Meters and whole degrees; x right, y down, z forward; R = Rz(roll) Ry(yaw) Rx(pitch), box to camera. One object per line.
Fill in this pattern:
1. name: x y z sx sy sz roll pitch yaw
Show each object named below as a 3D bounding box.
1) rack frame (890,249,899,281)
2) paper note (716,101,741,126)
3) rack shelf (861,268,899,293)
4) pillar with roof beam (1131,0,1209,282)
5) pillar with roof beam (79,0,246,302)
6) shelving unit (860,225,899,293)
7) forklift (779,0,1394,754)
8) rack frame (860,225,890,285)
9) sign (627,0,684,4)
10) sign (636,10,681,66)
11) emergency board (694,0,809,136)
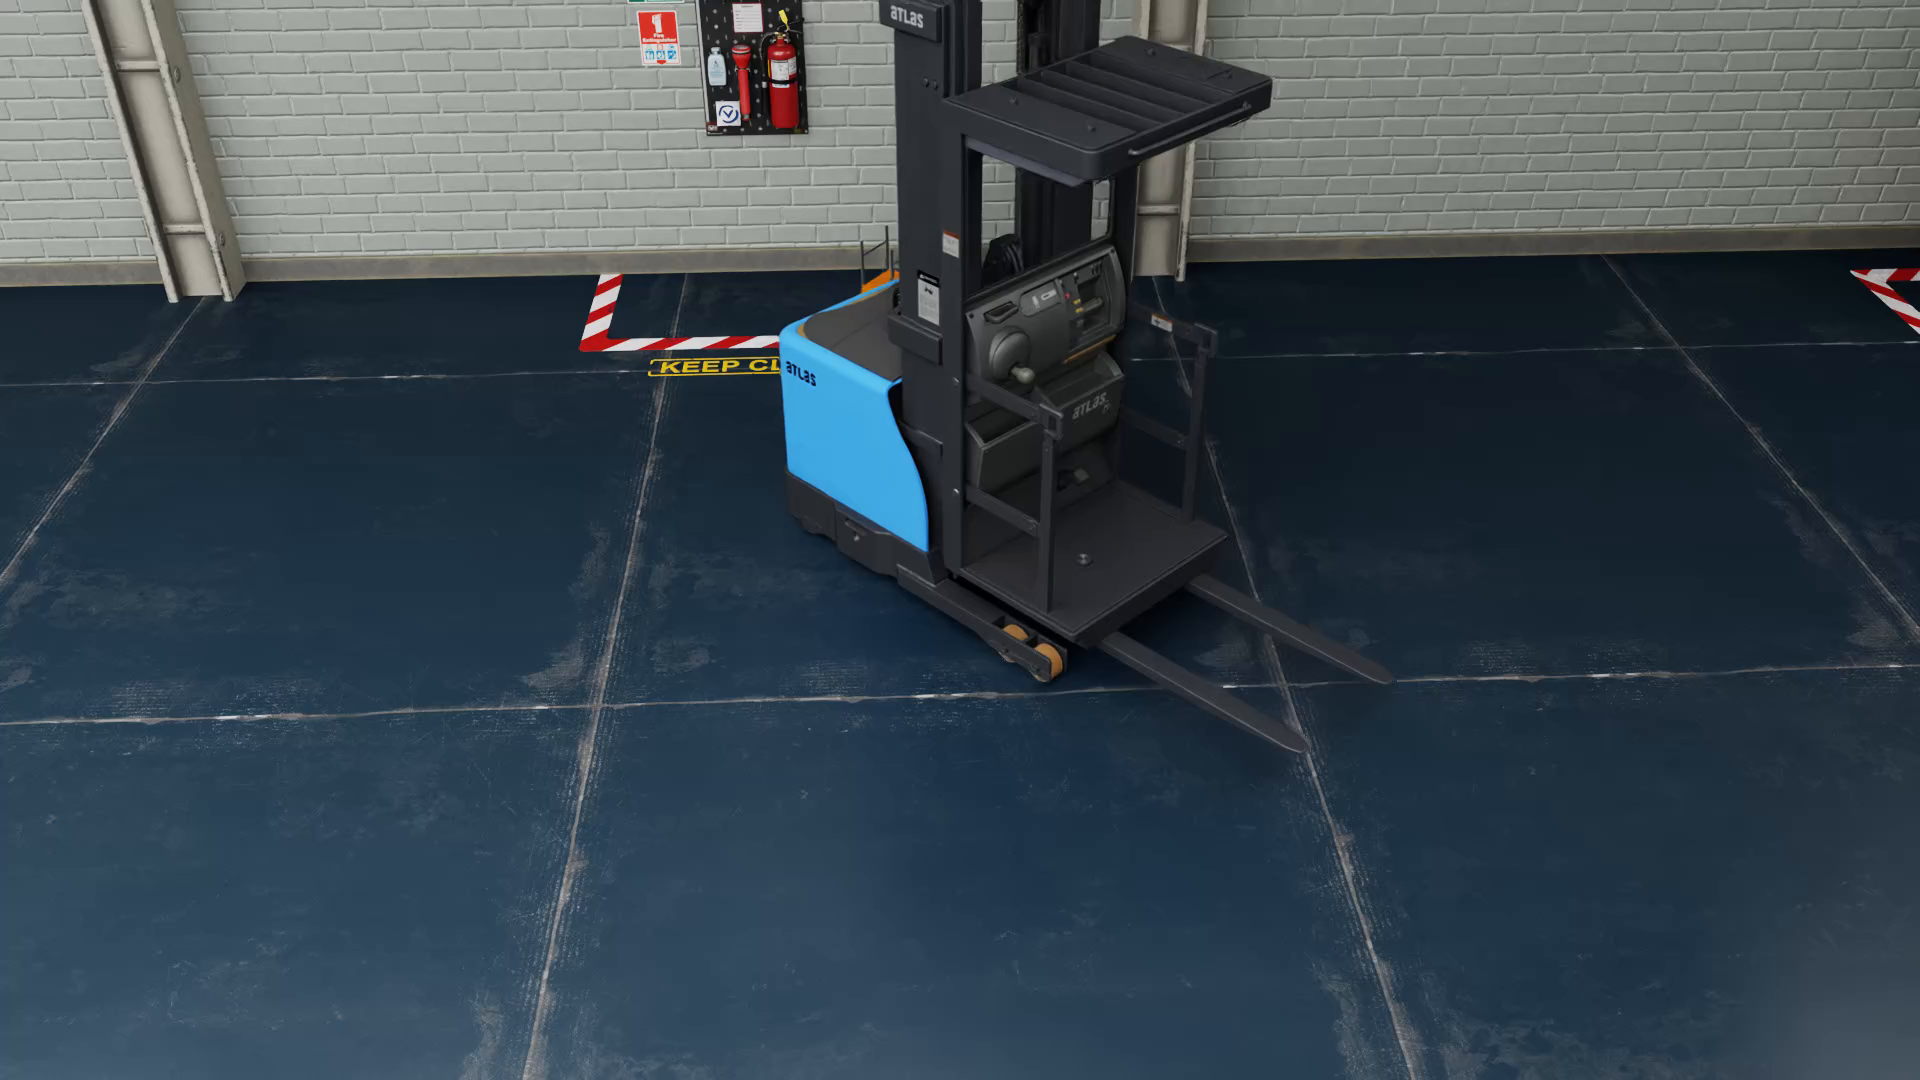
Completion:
1. rack frame: -0.278 -0.993 8.631 0.006 1.200 0.240 20 40 27
2. paper note: -1.414 -2.601 10.147 0.142 0.148 0.016 -2 35 -2
3. rack shelf: -0.355 -1.281 8.492 0.180 0.103 0.258 20 40 27
4. pillar with roof beam: 1.440 -2.994 4.668 0.400 9.000 9.100 -2 35 -2
5. pillar with roof beam: -4.553 -2.832 4.435 0.400 9.000 9.100 -2 35 -2
6. shelving unit: -0.355 -1.022 8.672 0.189 1.200 0.258 20 40 27
7. forklift: 0.527 -0.915 6.996 1.130 2.935 3.031 -30 44 -36
8. rack frame: -0.431 -1.050 8.713 0.006 1.200 0.240 20 40 27
9. sign: -1.786 -3.200 9.742 0.331 0.109 0.001 -2 35 -2
10. sign: -1.791 -2.988 9.900 0.234 0.329 0.001 -2 35 -2
11. emergency board: -1.234 -2.929 9.847 0.643 1.169 0.194 -2 35 -2
